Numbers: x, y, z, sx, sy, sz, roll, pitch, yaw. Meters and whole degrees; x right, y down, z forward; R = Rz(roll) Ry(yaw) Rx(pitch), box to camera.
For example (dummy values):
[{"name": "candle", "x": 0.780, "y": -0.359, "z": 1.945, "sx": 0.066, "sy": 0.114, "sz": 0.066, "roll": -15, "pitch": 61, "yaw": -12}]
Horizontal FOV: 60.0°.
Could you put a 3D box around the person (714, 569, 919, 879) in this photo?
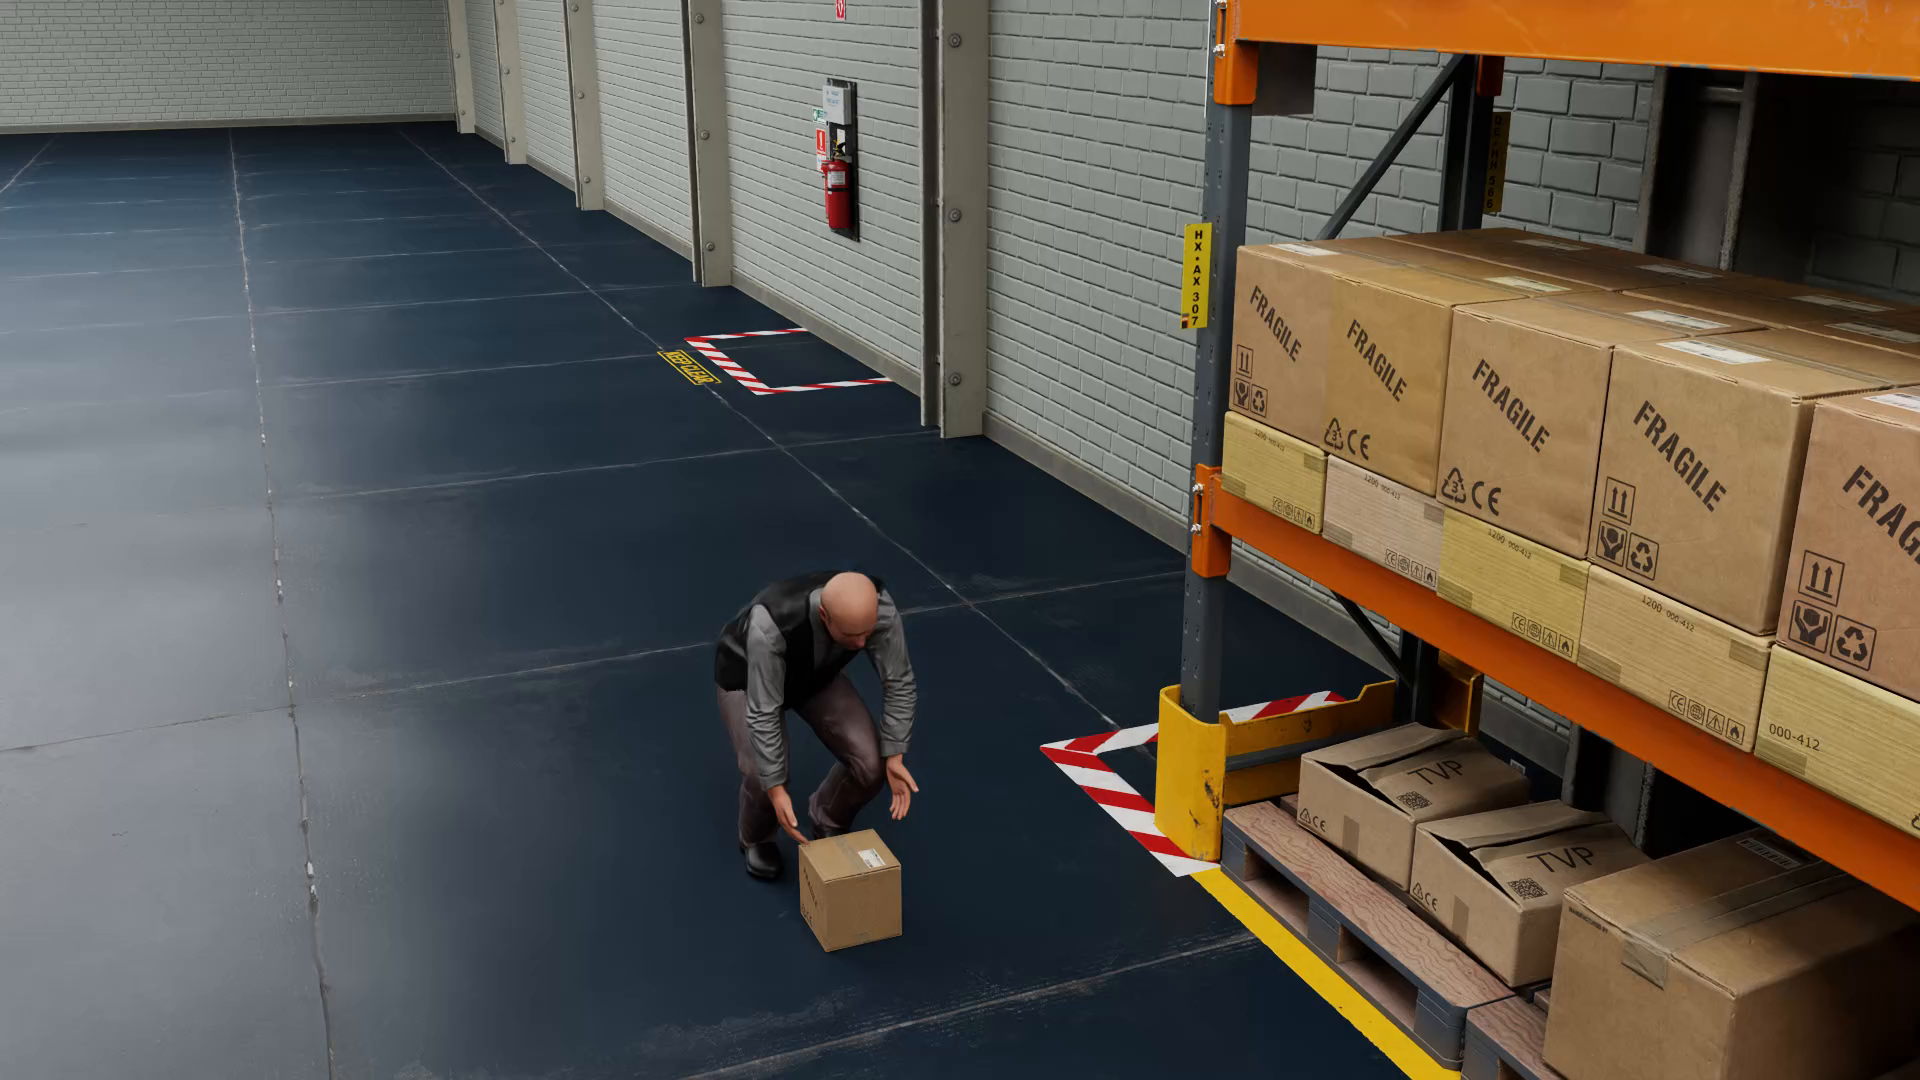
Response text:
[{"name": "person", "x": -0.467, "y": 0.548, "z": 5.397, "sx": 0.568, "sy": 1.139, "sz": 0.823, "roll": -8, "pitch": 20, "yaw": -22}]
